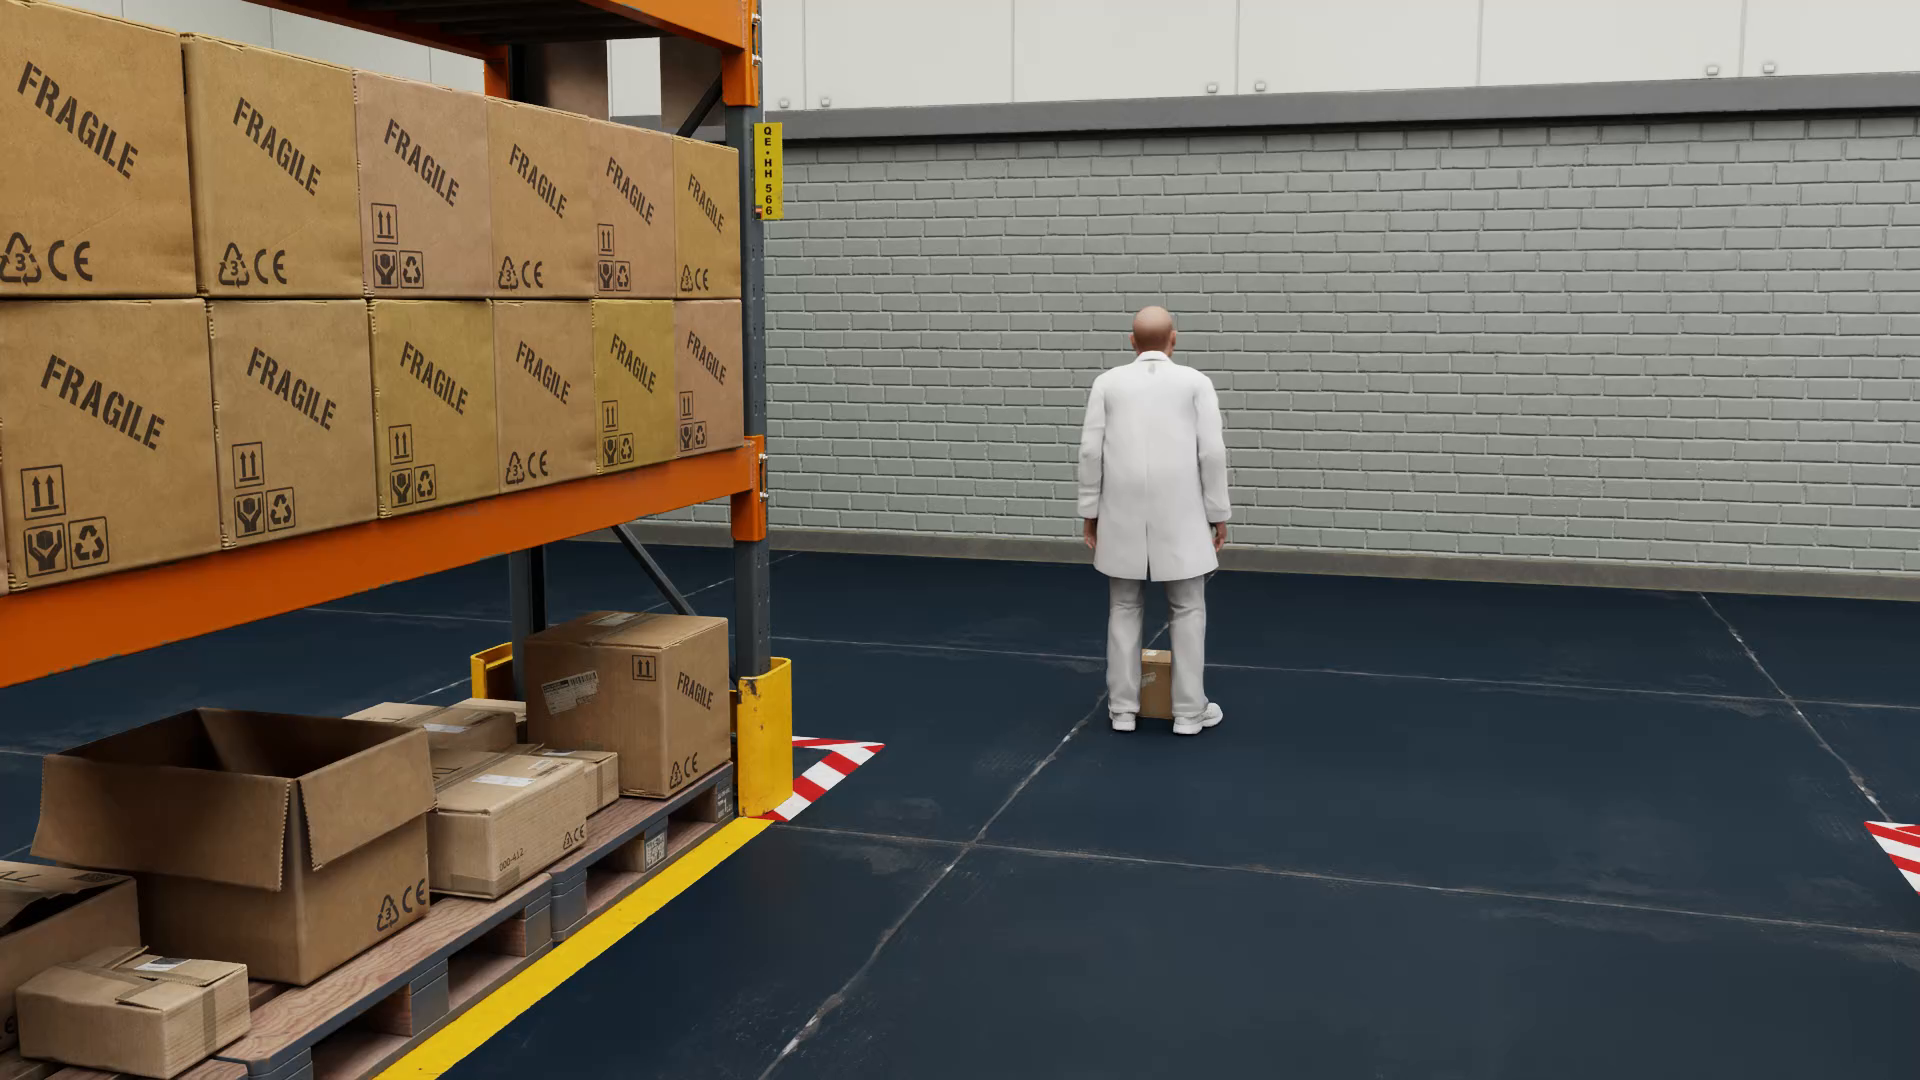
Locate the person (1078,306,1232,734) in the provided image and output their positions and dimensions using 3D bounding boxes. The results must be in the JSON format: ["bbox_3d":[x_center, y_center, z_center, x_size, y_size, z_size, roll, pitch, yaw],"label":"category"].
[{"bbox_3d":[0.812,-0.086,6.982,0.650,1.774,0.417,2,8,15],"label":"person"}]
